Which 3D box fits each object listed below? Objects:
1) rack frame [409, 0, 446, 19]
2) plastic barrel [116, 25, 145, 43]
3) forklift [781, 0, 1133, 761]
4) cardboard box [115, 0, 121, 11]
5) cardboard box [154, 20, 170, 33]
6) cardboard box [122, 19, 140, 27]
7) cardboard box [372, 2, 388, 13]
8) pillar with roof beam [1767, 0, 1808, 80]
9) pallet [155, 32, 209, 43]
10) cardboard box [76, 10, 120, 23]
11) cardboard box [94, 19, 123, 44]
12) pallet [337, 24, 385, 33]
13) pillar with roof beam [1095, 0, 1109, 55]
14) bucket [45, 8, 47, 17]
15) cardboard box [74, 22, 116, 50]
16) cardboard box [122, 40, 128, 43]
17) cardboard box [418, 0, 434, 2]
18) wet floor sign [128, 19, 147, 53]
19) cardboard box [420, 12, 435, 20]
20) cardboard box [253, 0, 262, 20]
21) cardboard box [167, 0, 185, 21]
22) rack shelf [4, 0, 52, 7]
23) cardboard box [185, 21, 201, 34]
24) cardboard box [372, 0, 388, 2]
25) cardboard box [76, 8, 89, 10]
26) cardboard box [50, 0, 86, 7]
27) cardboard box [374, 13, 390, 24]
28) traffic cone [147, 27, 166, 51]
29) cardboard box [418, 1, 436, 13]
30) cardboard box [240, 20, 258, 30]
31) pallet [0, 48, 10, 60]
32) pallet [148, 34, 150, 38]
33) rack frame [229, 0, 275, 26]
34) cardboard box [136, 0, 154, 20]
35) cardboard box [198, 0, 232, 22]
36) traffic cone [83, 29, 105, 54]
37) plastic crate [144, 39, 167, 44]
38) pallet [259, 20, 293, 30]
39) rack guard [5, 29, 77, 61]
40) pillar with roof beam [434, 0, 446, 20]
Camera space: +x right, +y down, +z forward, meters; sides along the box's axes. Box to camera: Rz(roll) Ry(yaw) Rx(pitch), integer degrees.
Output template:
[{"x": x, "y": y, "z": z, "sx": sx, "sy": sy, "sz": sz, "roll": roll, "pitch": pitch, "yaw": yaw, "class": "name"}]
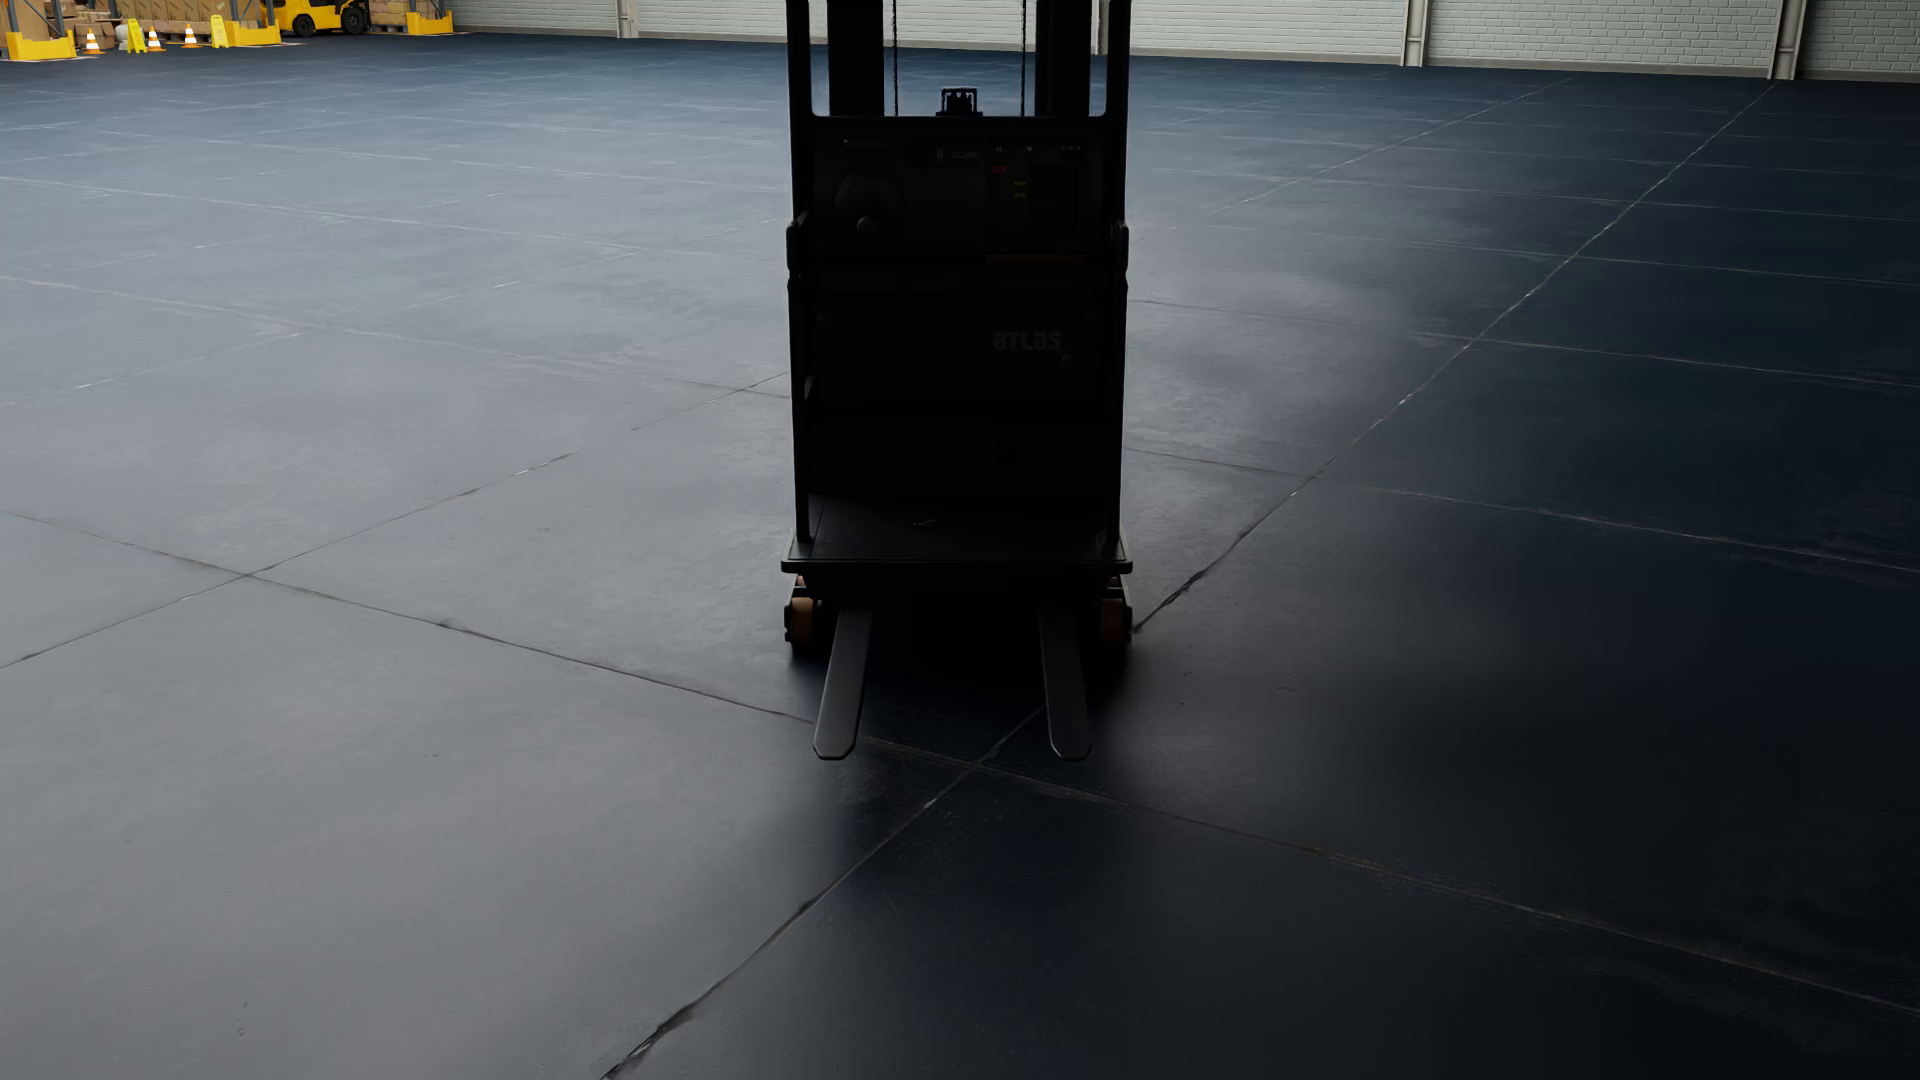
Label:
[{"x": -12.660, "y": -13.520, "z": 39.238, "sx": 0.127, "sy": 3.000, "sz": 1.000, "roll": 11, "pitch": 23, "yaw": 27, "class": "rack frame"}, {"x": -17.619, "y": -10.723, "z": 35.306, "sx": 0.512, "sy": 0.421, "sz": 0.421, "roll": -7, "pitch": 21, "yaw": -20, "class": "plastic barrel"}, {"x": -0.006, "y": -1.134, "z": 5.192, "sx": 1.130, "sy": 2.935, "sz": 3.031, "roll": 0, "pitch": 20, "yaw": 0, "class": "forklift"}, {"x": -22.354, "y": -14.305, "z": 44.451, "sx": 0.500, "sy": 0.500, "sz": 0.500, "roll": 10, "pitch": 22, "yaw": 27, "class": "cardboard box"}, {"x": -17.250, "y": -11.260, "z": 36.425, "sx": 0.500, "sy": 0.250, "sz": 0.500, "roll": 10, "pitch": 22, "yaw": 27, "class": "cardboard box"}, {"x": -18.186, "y": -11.433, "z": 36.901, "sx": 0.500, "sy": 0.250, "sz": 0.500, "roll": 10, "pitch": 22, "yaw": 25, "class": "cardboard box"}, {"x": -13.670, "y": -12.734, "z": 39.755, "sx": 0.500, "sy": 0.250, "sz": 0.500, "roll": 11, "pitch": 22, "yaw": 27, "class": "cardboard box"}, {"x": 11.263, "y": -10.454, "z": 21.987, "sx": 0.400, "sy": 9.000, "sz": 9.100, "roll": 11, "pitch": 23, "yaw": 27, "class": "pillar with roof beam"}, {"x": -16.896, "y": -11.092, "z": 36.634, "sx": 1.213, "sy": 0.211, "sz": 1.003, "roll": 11, "pitch": 23, "yaw": 27, "class": "pallet"}, {"x": -19.658, "y": -11.874, "z": 37.938, "sx": 0.625, "sy": 0.372, "sz": 0.950, "roll": 12, "pitch": 23, "yaw": 31, "class": "cardboard box"}, {"x": -18.297, "y": -10.950, "z": 35.814, "sx": 0.500, "sy": 0.500, "sz": 0.500, "roll": -7, "pitch": 21, "yaw": -20, "class": "cardboard box"}, {"x": -14.409, "y": -12.527, "z": 40.590, "sx": 1.213, "sy": 0.211, "sz": 1.003, "roll": 11, "pitch": 23, "yaw": 27, "class": "pallet"}, {"x": 0.787, "y": -12.449, "z": 27.488, "sx": 0.400, "sy": 9.000, "sz": 9.100, "roll": 11, "pitch": 23, "yaw": 27, "class": "pillar with roof beam"}, {"x": -19.652, "y": -11.056, "z": 35.016, "sx": 0.726, "sy": 0.611, "sz": 0.620, "roll": -16, "pitch": 16, "yaw": -38, "class": "bucket"}, {"x": -17.845, "y": -10.406, "z": 34.315, "sx": 0.637, "sy": 0.503, "sz": 0.797, "roll": -4, "pitch": 20, "yaw": -10, "class": "cardboard box"}, {"x": -17.206, "y": -10.318, "z": 34.591, "sx": 0.380, "sy": 0.149, "sz": 0.250, "roll": -11, "pitch": 23, "yaw": -29, "class": "cardboard box"}, {"x": -12.987, "y": -13.031, "z": 39.840, "sx": 0.500, "sy": 0.250, "sz": 0.500, "roll": 10, "pitch": 22, "yaw": 26, "class": "cardboard box"}, {"x": -16.412, "y": -10.029, "z": 33.067, "sx": 0.232, "sy": 0.644, "sz": 0.267, "roll": 7, "pitch": 21, "yaw": 18, "class": "wet floor sign"}, {"x": -12.993, "y": -12.565, "z": 40.021, "sx": 0.500, "sy": 0.250, "sz": 0.500, "roll": 11, "pitch": 23, "yaw": 28, "class": "cardboard box"}, {"x": -17.286, "y": -13.481, "z": 41.997, "sx": 0.625, "sy": 0.625, "sz": 0.875, "roll": 11, "pitch": 22, "yaw": 27, "class": "cardboard box"}, {"x": -16.798, "y": -11.526, "z": 36.058, "sx": 0.500, "sy": 0.500, "sz": 0.500, "roll": 10, "pitch": 22, "yaw": 26, "class": "cardboard box"}, {"x": -19.149, "y": -10.546, "z": 32.093, "sx": 4.000, "sy": 0.370, "sz": 1.077, "roll": 11, "pitch": 23, "yaw": 27, "class": "rack shelf"}, {"x": -16.362, "y": -11.089, "z": 35.953, "sx": 0.500, "sy": 0.250, "sz": 0.500, "roll": 11, "pitch": 23, "yaw": 27, "class": "cardboard box"}, {"x": -13.662, "y": -12.962, "z": 39.649, "sx": 0.500, "sy": 0.250, "sz": 0.500, "roll": 11, "pitch": 23, "yaw": 28, "class": "cardboard box"}, {"x": -23.766, "y": -14.378, "z": 45.168, "sx": 0.250, "sy": 0.149, "sz": 0.380, "roll": 10, "pitch": 22, "yaw": 26, "class": "cardboard box"}, {"x": -24.507, "y": -14.747, "z": 45.670, "sx": 0.500, "sy": 0.500, "sz": 0.700, "roll": 10, "pitch": 22, "yaw": 25, "class": "cardboard box"}, {"x": -13.653, "y": -12.494, "z": 39.827, "sx": 0.500, "sy": 0.250, "sz": 0.500, "roll": 11, "pitch": 23, "yaw": 27, "class": "cardboard box"}, {"x": -16.326, "y": -10.149, "z": 33.666, "sx": 0.334, "sy": 0.463, "sz": 0.336, "roll": 11, "pitch": 23, "yaw": 27, "class": "traffic cone"}, {"x": -12.969, "y": -12.800, "z": 39.936, "sx": 0.500, "sy": 0.250, "sz": 0.500, "roll": 11, "pitch": 23, "yaw": 28, "class": "cardboard box"}, {"x": -15.647, "y": -11.163, "z": 36.156, "sx": 0.500, "sy": 0.250, "sz": 0.500, "roll": 11, "pitch": 22, "yaw": 27, "class": "cardboard box"}, {"x": -18.139, "y": -9.350, "z": 31.831, "sx": 1.213, "sy": 0.211, "sz": 1.003, "roll": 11, "pitch": 23, "yaw": 27, "class": "pallet"}, {"x": -19.250, "y": -11.525, "z": 37.827, "sx": 1.213, "sy": 0.211, "sz": 1.003, "roll": 11, "pitch": 23, "yaw": 27, "class": "pallet"}, {"x": -15.077, "y": -12.042, "z": 35.162, "sx": 0.127, "sy": 3.000, "sz": 1.000, "roll": 11, "pitch": 23, "yaw": 27, "class": "rack frame"}, {"x": -17.713, "y": -11.700, "z": 36.538, "sx": 0.500, "sy": 0.500, "sz": 0.500, "roll": 12, "pitch": 23, "yaw": 29, "class": "cardboard box"}, {"x": -15.904, "y": -11.355, "z": 35.585, "sx": 0.500, "sy": 0.500, "sz": 0.500, "roll": 11, "pitch": 23, "yaw": 28, "class": "cardboard box"}, {"x": -17.174, "y": -9.870, "z": 32.895, "sx": 0.334, "sy": 0.463, "sz": 0.336, "roll": 11, "pitch": 23, "yaw": 27, "class": "traffic cone"}, {"x": -17.598, "y": -10.829, "z": 36.101, "sx": 0.583, "sy": 0.080, "sz": 0.402, "roll": 3, "pitch": 20, "yaw": 9, "class": "plastic crate"}, {"x": -16.814, "y": -12.985, "z": 41.853, "sx": 1.213, "sy": 0.211, "sz": 1.003, "roll": 11, "pitch": 23, "yaw": 27, "class": "pallet"}, {"x": -17.382, "y": -9.372, "z": 31.469, "sx": 0.348, "sy": 0.500, "sz": 1.175, "roll": 11, "pitch": 23, "yaw": 27, "class": "rack guard"}, {"x": -14.927, "y": -15.443, "z": 35.740, "sx": 0.400, "sy": 9.000, "sz": 9.100, "roll": 11, "pitch": 23, "yaw": 27, "class": "pillar with roof beam"}]
